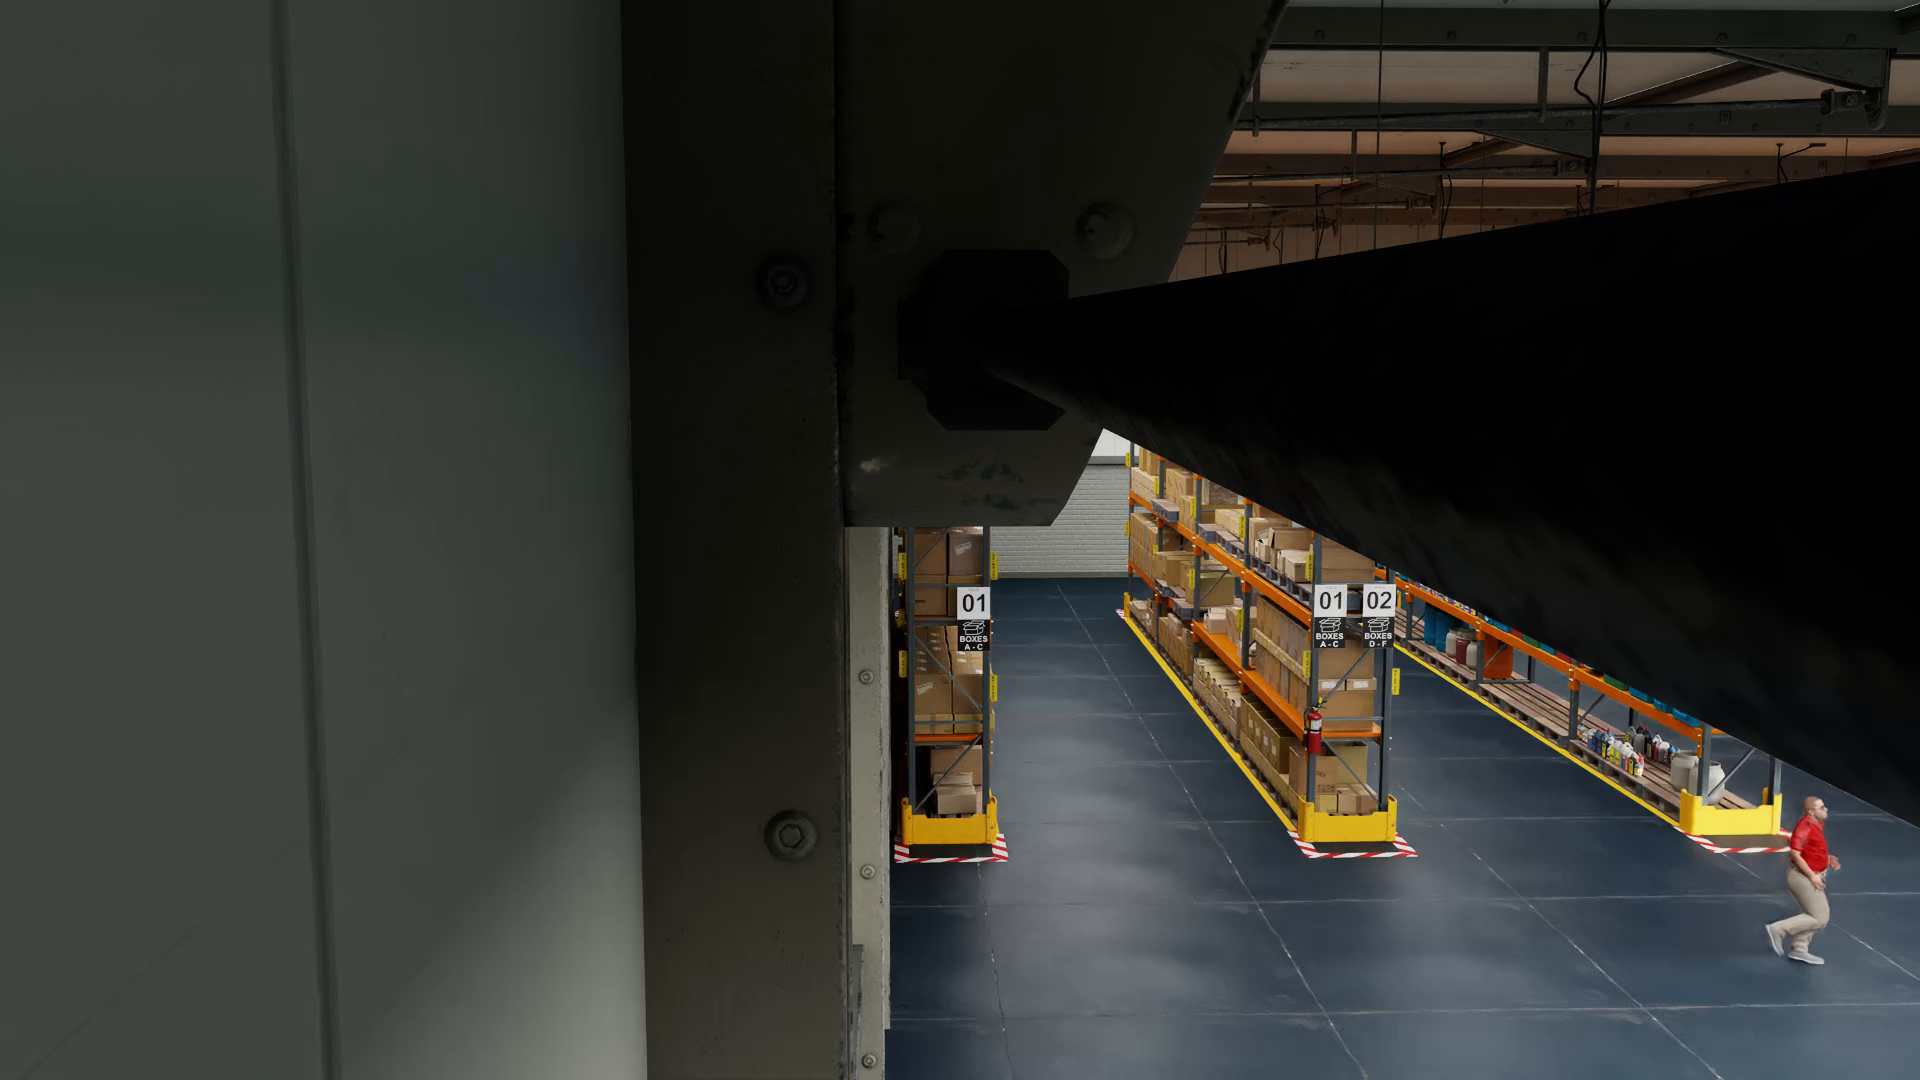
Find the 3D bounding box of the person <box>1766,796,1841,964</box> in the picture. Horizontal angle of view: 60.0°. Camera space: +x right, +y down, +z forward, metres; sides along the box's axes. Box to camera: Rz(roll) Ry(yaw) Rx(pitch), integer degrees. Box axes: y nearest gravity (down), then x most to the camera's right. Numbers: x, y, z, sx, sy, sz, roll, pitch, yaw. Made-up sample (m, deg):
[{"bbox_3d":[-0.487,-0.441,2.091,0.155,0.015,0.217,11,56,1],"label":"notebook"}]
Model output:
[{"bbox_3d":[8.446,3.385,16.610,0.624,1.700,0.653,3,8,24],"label":"person"}]
